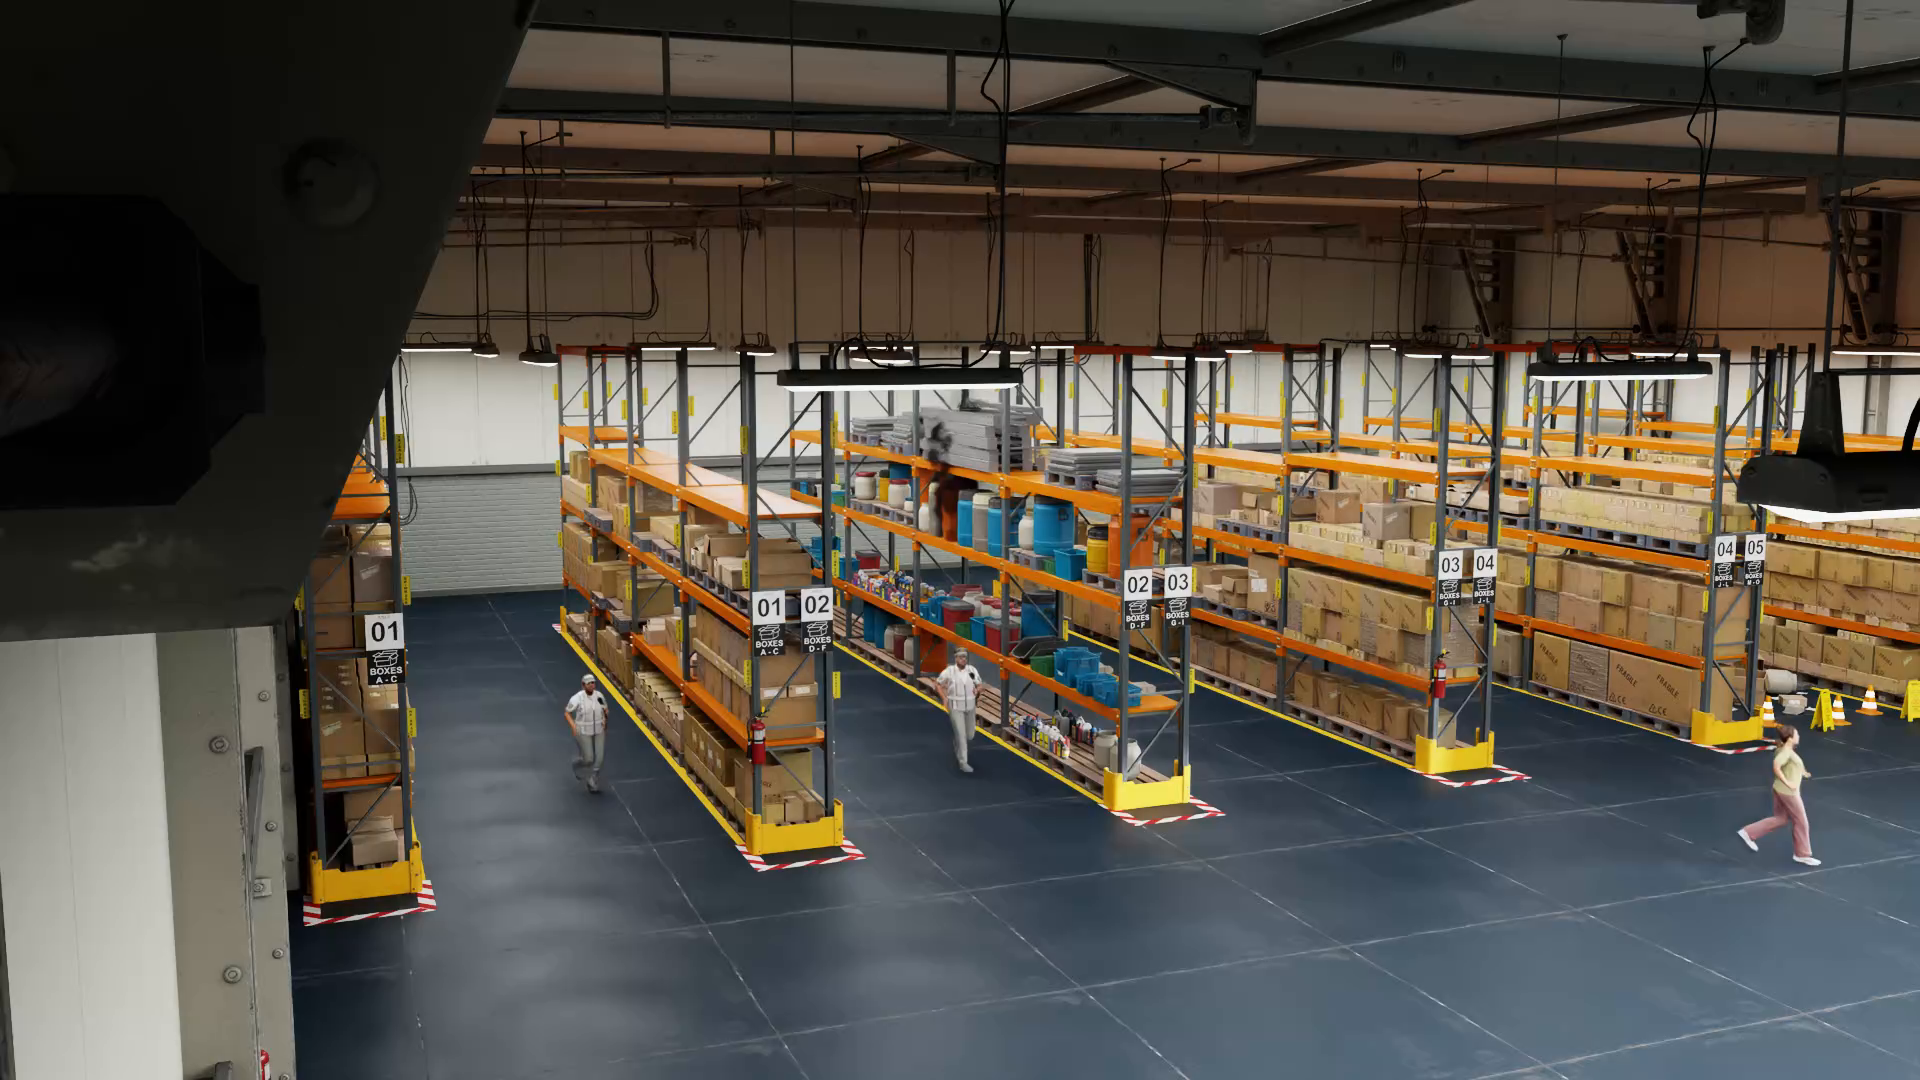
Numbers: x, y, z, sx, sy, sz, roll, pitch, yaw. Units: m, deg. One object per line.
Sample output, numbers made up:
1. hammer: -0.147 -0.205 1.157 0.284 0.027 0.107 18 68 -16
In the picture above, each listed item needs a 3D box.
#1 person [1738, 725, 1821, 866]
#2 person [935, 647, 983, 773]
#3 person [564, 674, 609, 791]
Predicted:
1. person: 9.758 3.013 19.718 0.928 1.675 0.579 1 7 10
2. person: 0.015 2.403 24.018 0.673 1.755 0.944 -3 8 -22
3. person: -5.080 2.640 22.832 0.607 1.614 0.551 -5 9 -35
